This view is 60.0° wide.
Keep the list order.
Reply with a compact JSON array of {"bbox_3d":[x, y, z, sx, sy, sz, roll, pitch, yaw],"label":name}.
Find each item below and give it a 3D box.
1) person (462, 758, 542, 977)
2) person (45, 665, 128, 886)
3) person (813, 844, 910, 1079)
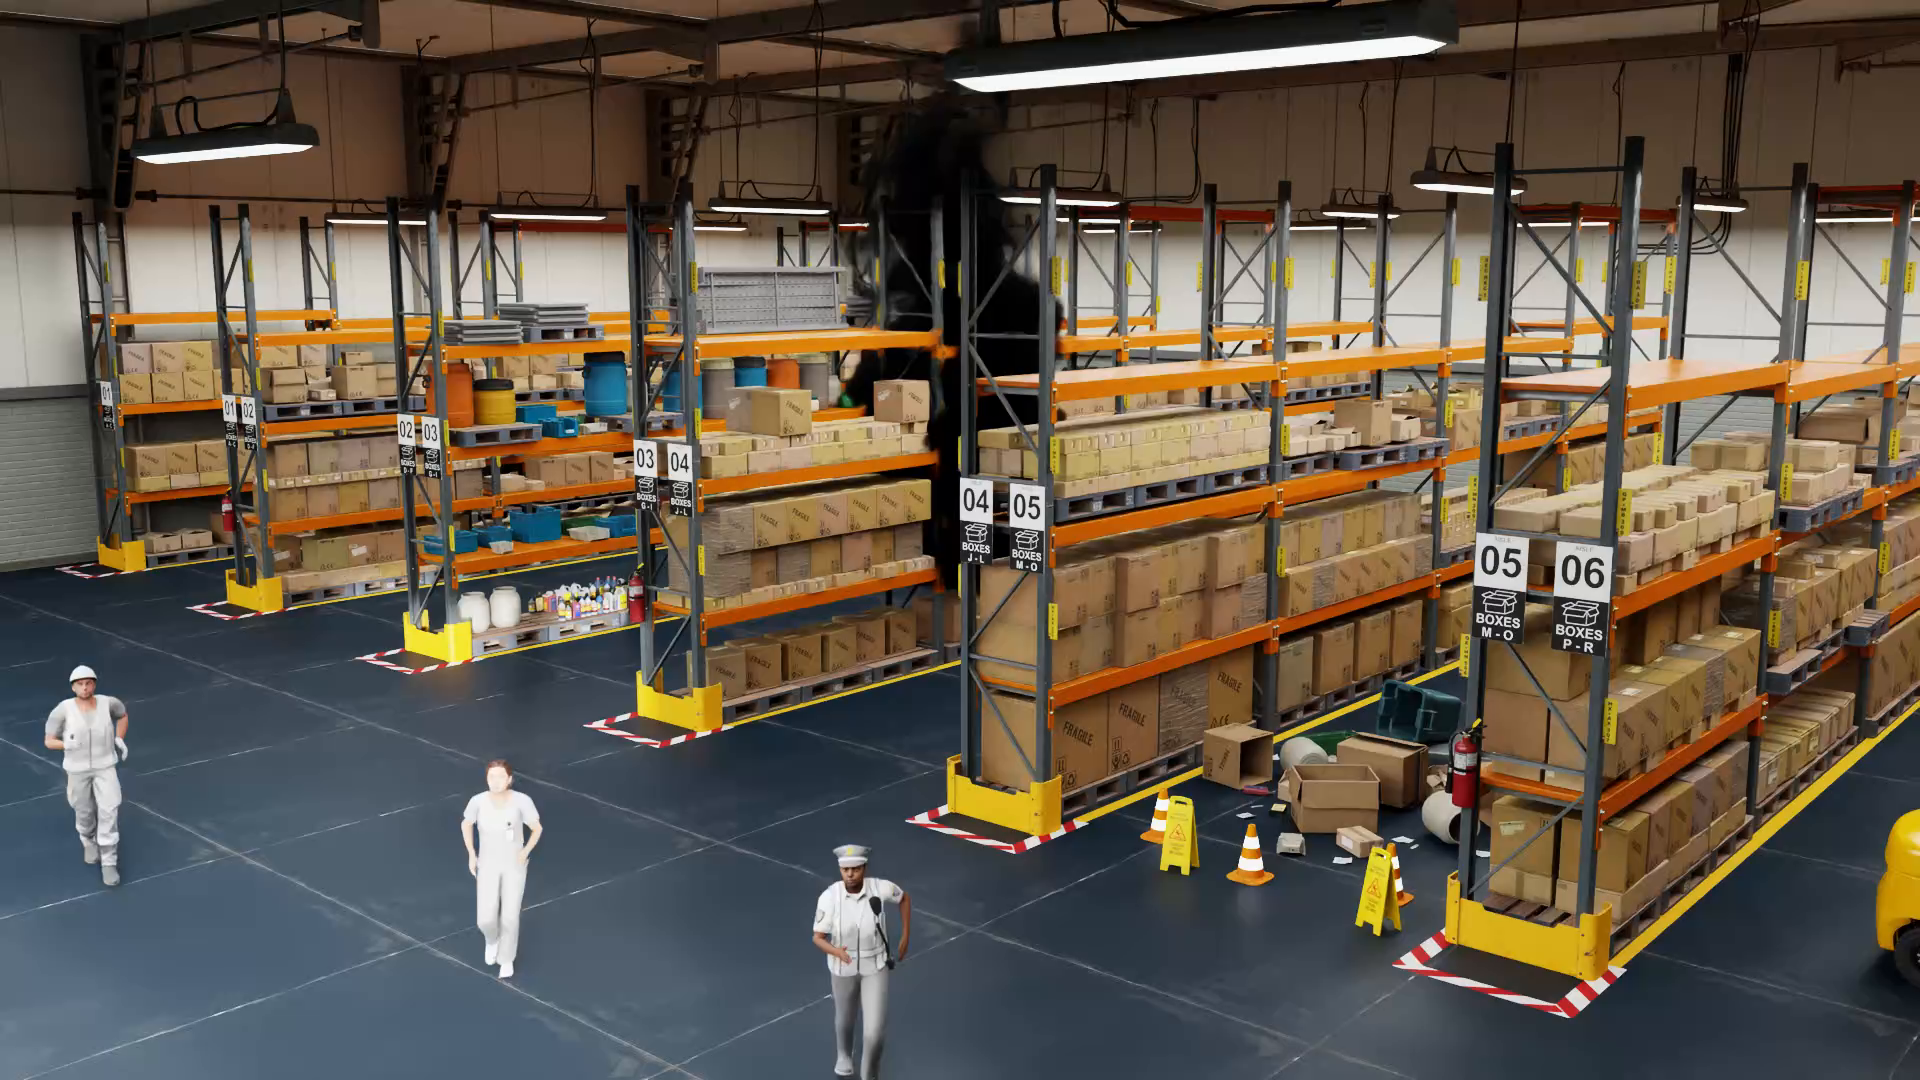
[{"bbox_3d":[-3.315,2.383,12.060,0.576,1.638,0.549,-2,10,-11],"label":"person"},{"bbox_3d":[-7.324,1.940,14.020,0.648,1.794,0.882,-6,11,-30],"label":"person"},{"bbox_3d":[-0.602,2.659,10.252,0.583,1.718,0.868,0,9,0],"label":"person"}]
